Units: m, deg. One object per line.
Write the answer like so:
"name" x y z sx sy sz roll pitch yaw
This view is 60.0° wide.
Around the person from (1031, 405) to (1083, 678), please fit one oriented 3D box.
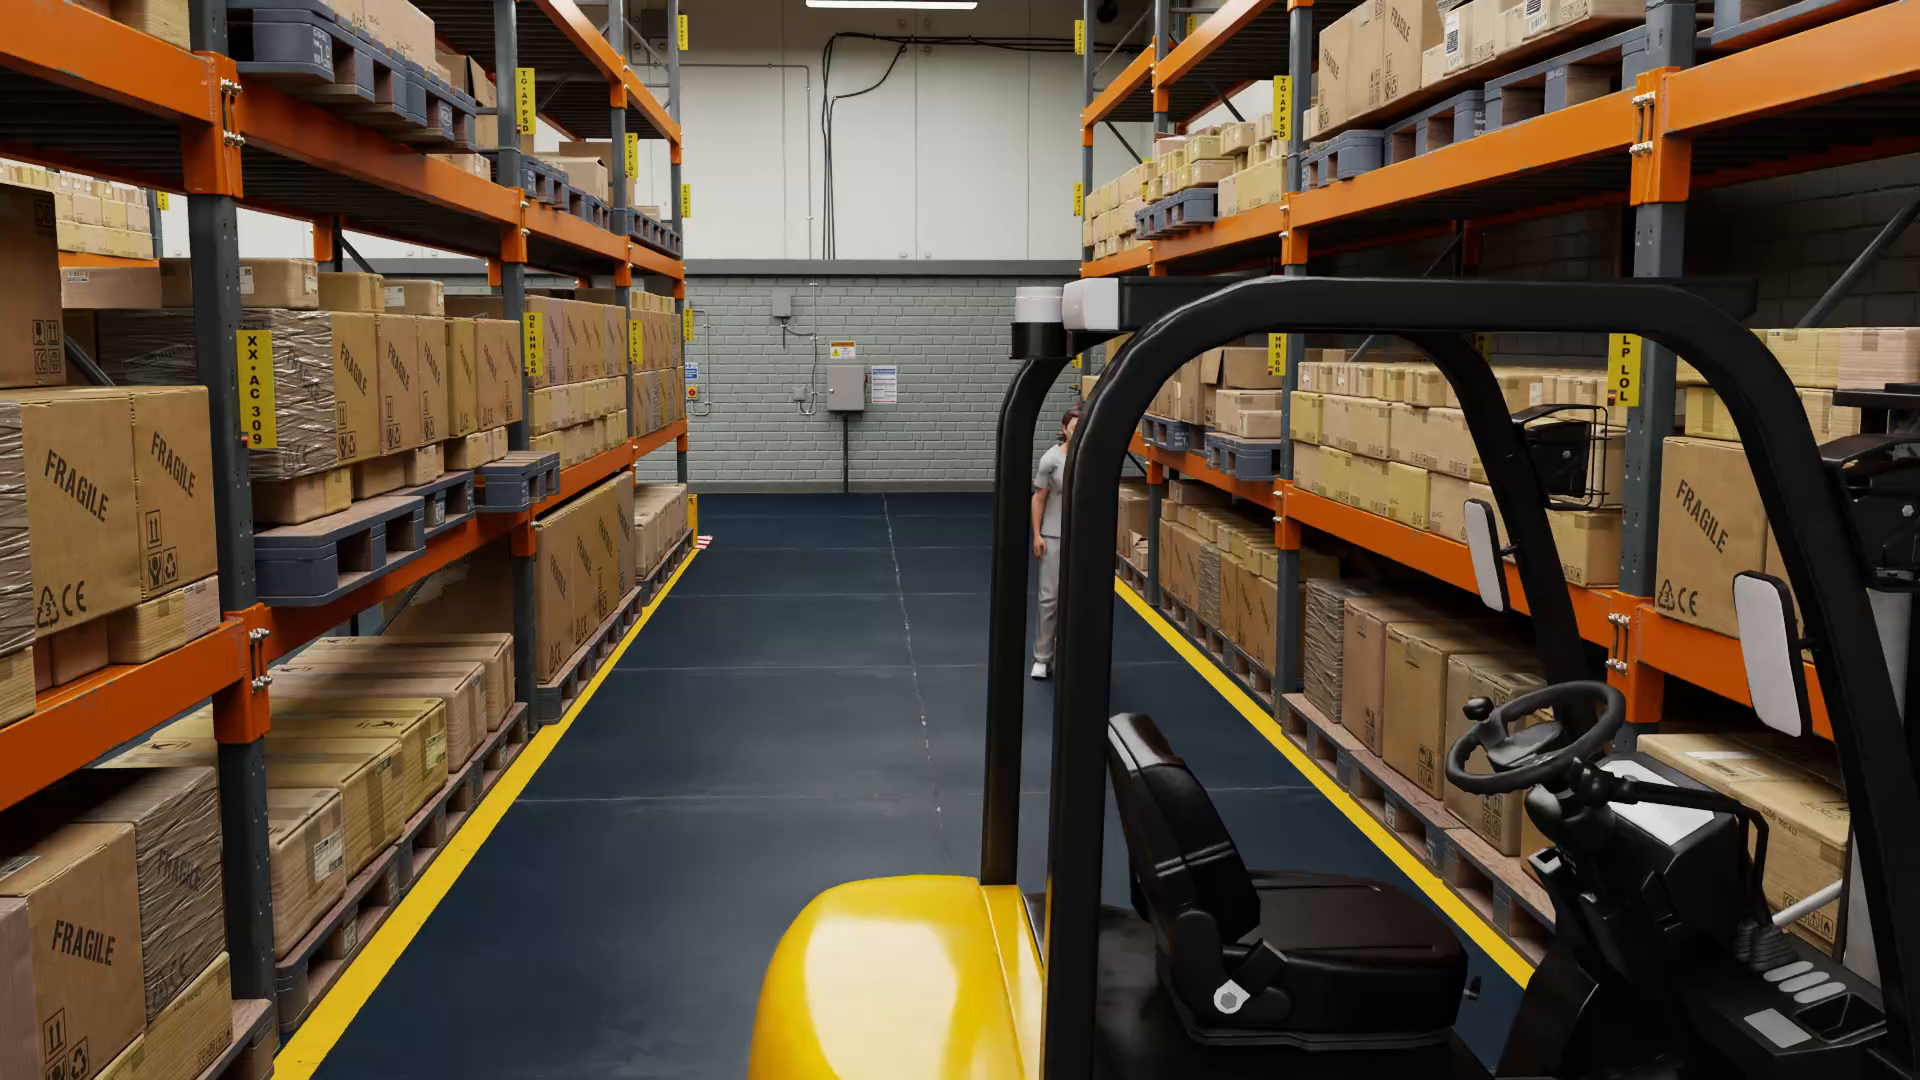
"person" 0.675 0.003 10.239 0.510 1.671 0.362 -1 7 -8
